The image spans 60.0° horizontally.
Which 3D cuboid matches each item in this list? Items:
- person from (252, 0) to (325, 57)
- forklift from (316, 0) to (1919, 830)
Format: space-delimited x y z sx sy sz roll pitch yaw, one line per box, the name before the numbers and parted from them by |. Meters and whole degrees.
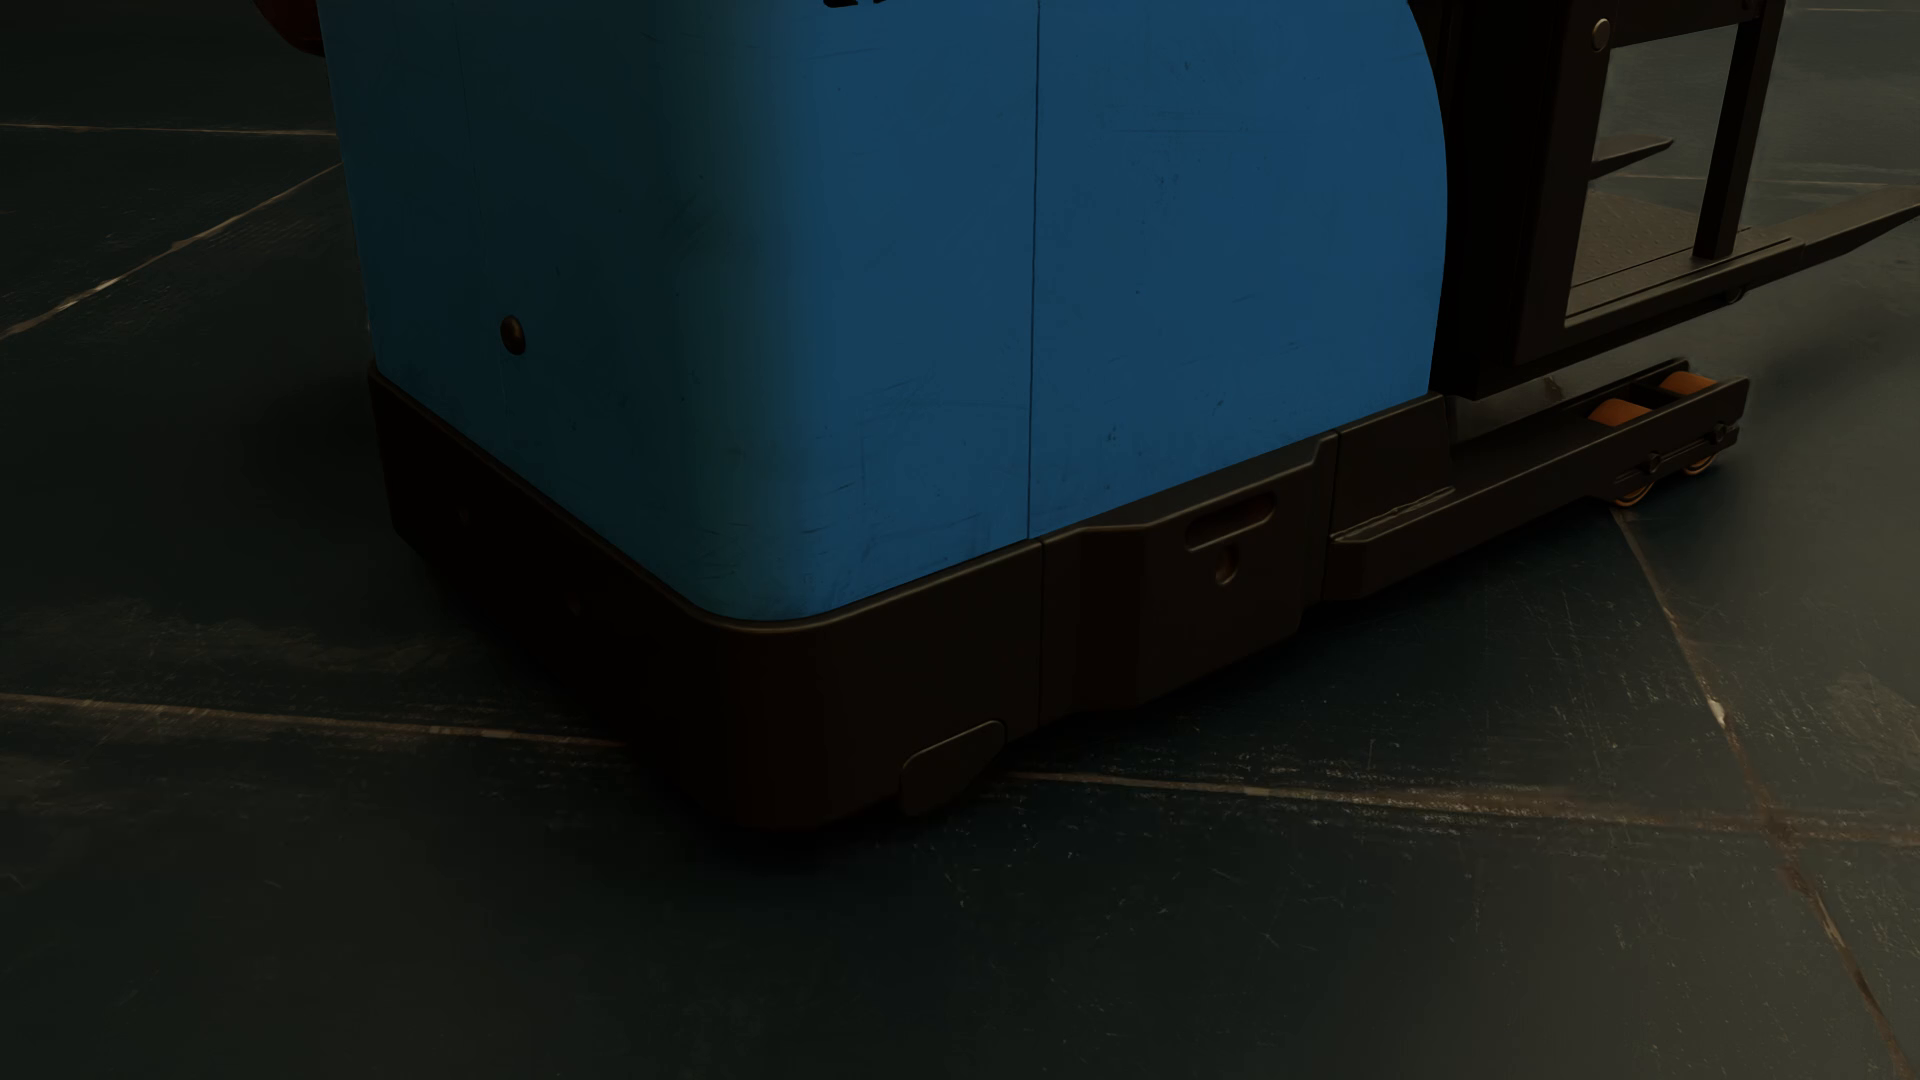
person | -0.859 -1.014 2.757 0.759 1.586 0.623 13 29 24
forklift | 0.651 -1.529 2.281 3.031 2.935 1.130 -20 33 -34
